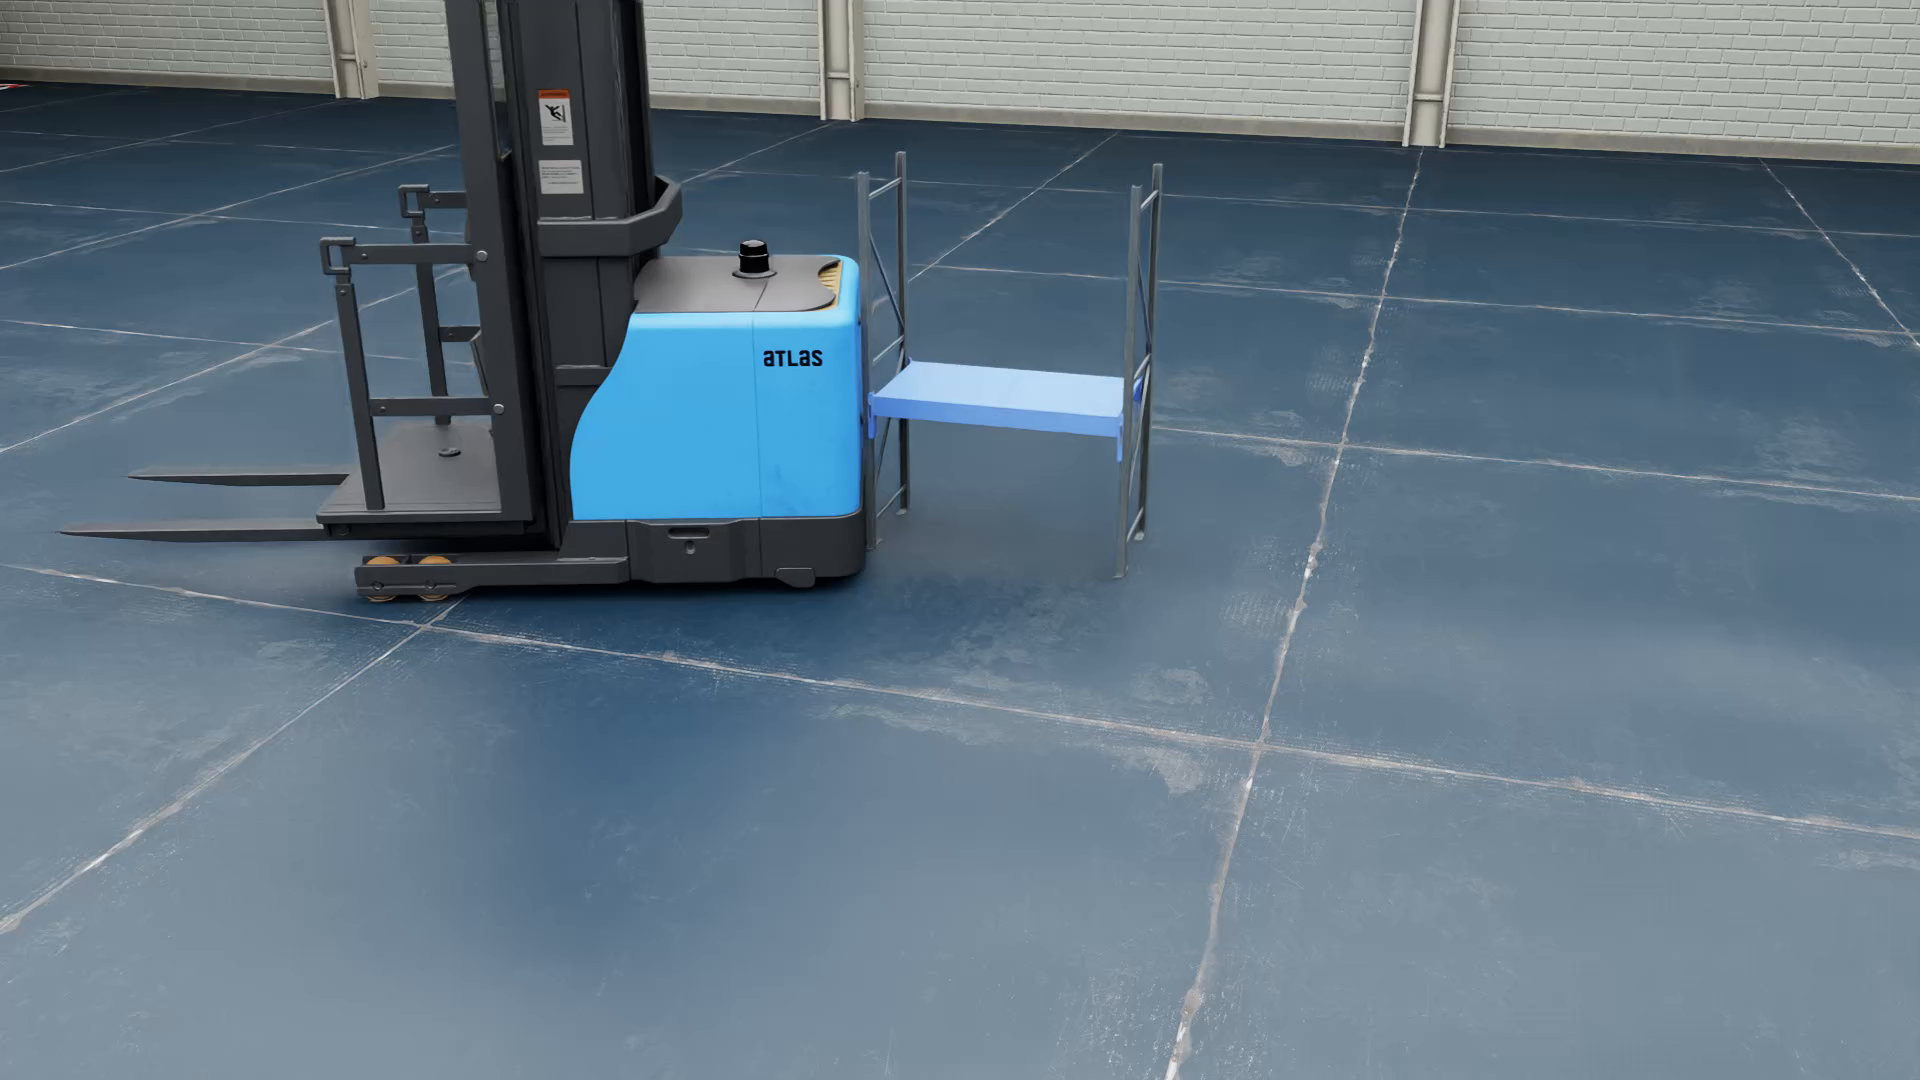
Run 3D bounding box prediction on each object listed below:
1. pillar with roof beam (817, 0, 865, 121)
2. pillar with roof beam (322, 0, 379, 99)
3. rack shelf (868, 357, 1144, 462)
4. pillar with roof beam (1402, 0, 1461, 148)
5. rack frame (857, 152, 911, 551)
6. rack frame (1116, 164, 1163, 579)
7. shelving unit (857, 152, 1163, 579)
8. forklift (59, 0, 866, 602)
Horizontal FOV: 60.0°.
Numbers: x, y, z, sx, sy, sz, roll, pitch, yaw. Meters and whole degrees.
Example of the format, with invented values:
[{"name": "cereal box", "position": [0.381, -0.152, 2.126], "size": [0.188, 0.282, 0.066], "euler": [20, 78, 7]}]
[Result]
[{"name": "pillar with roof beam", "position": [-2.491, -7.091, 12.199], "size": [0.400, 9.000, 9.100], "euler": [7, 23, 16]}, {"name": "pillar with roof beam", "position": [-8.235, -7.748, 13.802], "size": [0.400, 9.000, 9.100], "euler": [7, 23, 16]}, {"name": "rack shelf", "position": [0.195, -0.523, 6.543], "size": [1.000, 0.185, 0.538], "euler": [6, 23, 15]}, {"name": "pillar with roof beam", "position": [3.253, -6.433, 10.595], "size": [0.400, 9.000, 9.100], "euler": [7, 23, 16]}, {"name": "rack frame", "position": [-0.295, -0.742, 6.602], "size": [0.032, 1.500, 0.500], "euler": [6, 23, 15]}, {"name": "rack frame", "position": [0.684, -0.637, 6.347], "size": [0.032, 1.500, 0.500], "euler": [6, 23, 15]}, {"name": "shelving unit", "position": [0.195, -0.689, 6.475], "size": [1.048, 1.500, 0.538], "euler": [6, 23, 15]}, {"name": "forklift", "position": [-1.896, -1.329, 6.148], "size": [3.031, 2.935, 1.130], "euler": [-1, 22, -2]}]
